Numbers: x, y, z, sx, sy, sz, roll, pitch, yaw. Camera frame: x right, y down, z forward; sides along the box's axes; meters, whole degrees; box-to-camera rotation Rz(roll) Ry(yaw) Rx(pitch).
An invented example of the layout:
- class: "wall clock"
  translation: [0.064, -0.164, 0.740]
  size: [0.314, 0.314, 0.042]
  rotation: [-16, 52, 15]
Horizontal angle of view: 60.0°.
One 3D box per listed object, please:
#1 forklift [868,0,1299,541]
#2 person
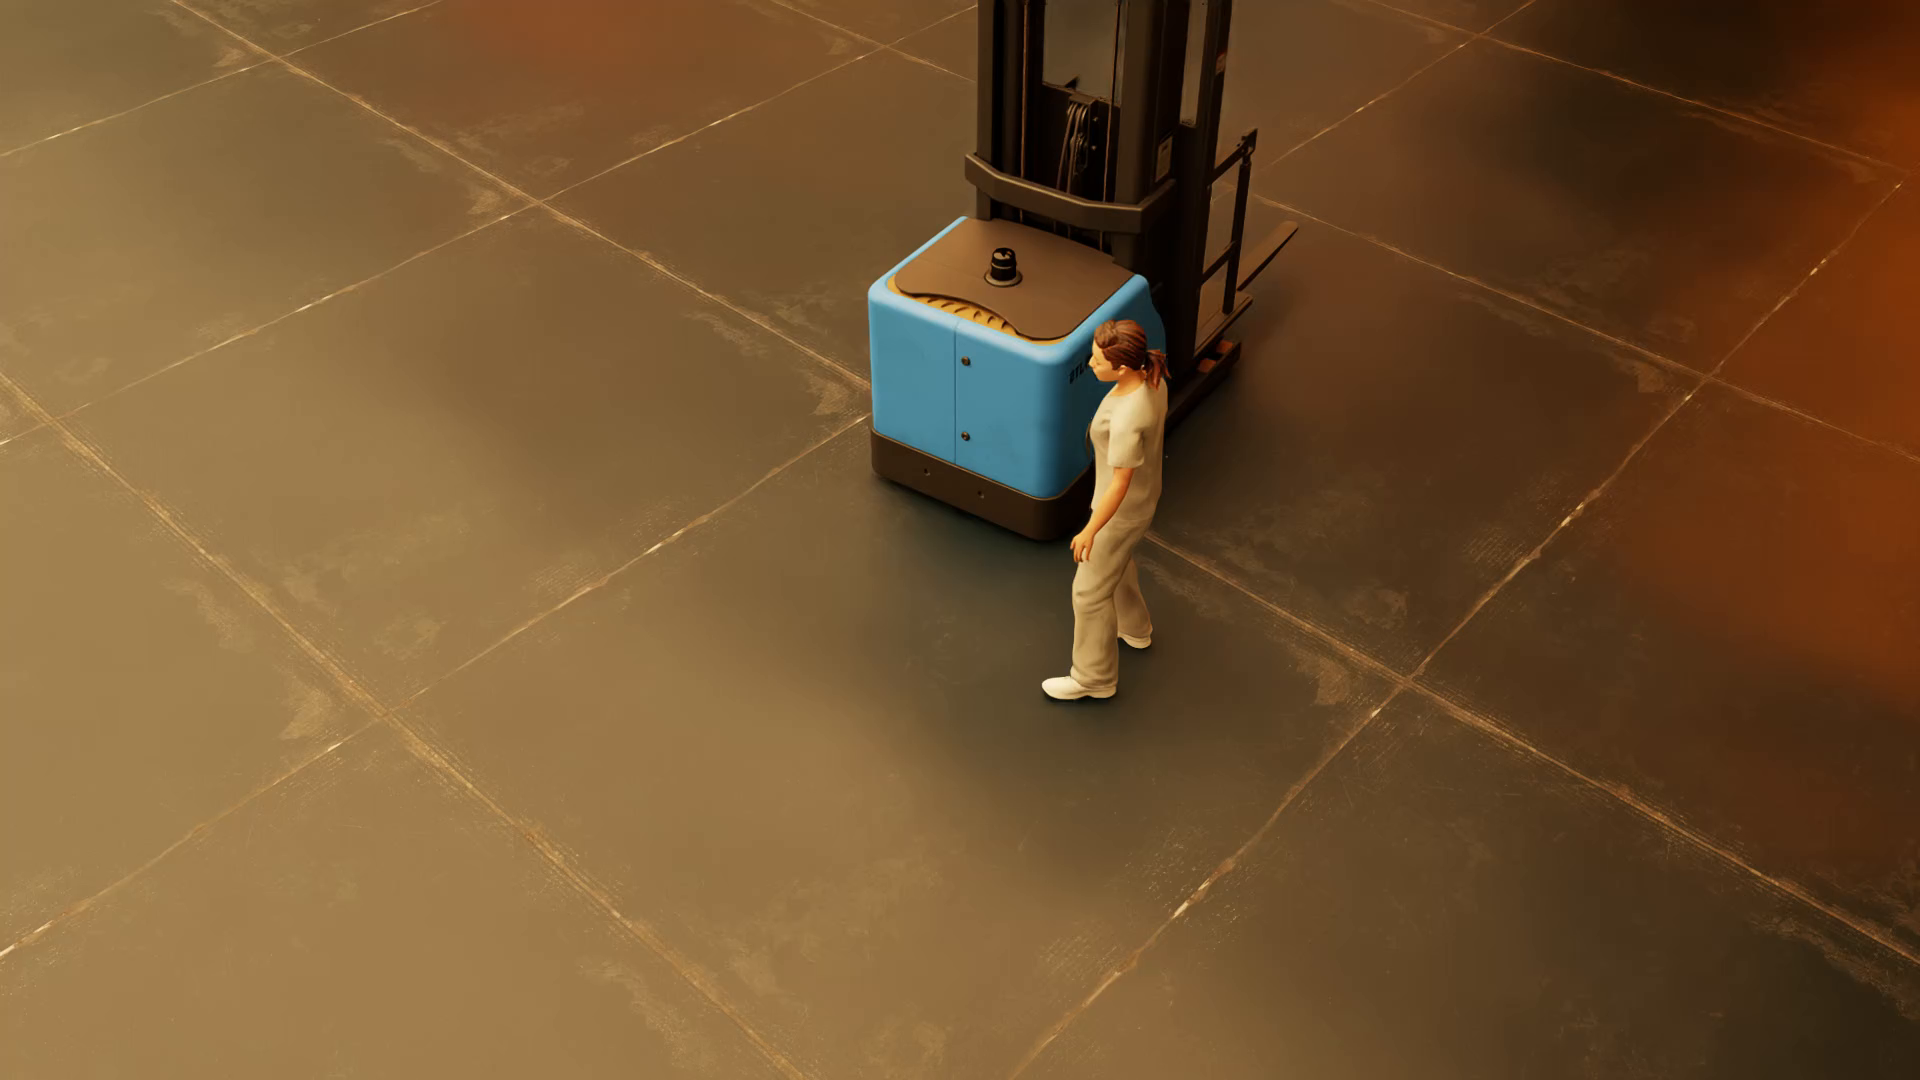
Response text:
- class: "forklift"
  translation: [0.807, -2.038, 7.804]
  size: [1.130, 2.935, 3.031]
  rotation: [23, 46, 25]
- class: "person"
  translation: [0.610, -0.144, 6.598]
  size: [0.394, 1.630, 0.678]
  rotation: [10, 42, 11]
